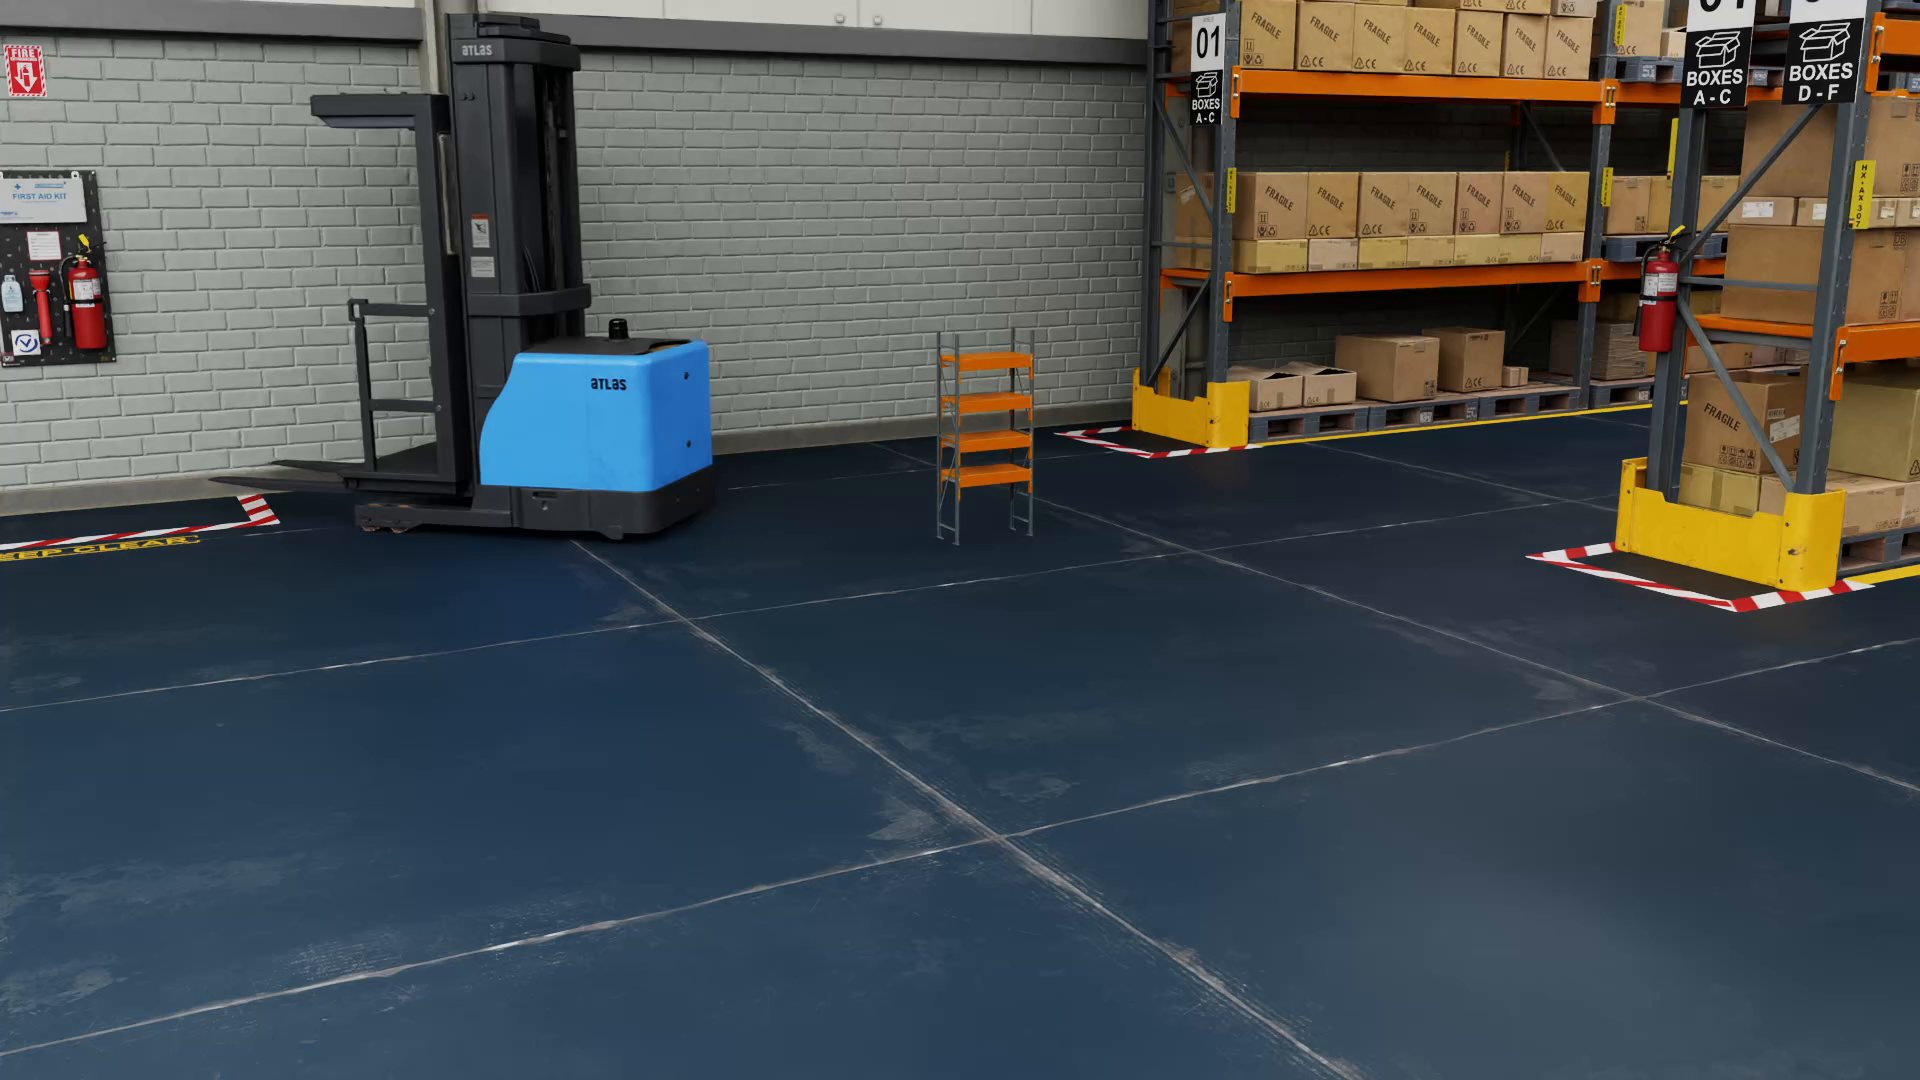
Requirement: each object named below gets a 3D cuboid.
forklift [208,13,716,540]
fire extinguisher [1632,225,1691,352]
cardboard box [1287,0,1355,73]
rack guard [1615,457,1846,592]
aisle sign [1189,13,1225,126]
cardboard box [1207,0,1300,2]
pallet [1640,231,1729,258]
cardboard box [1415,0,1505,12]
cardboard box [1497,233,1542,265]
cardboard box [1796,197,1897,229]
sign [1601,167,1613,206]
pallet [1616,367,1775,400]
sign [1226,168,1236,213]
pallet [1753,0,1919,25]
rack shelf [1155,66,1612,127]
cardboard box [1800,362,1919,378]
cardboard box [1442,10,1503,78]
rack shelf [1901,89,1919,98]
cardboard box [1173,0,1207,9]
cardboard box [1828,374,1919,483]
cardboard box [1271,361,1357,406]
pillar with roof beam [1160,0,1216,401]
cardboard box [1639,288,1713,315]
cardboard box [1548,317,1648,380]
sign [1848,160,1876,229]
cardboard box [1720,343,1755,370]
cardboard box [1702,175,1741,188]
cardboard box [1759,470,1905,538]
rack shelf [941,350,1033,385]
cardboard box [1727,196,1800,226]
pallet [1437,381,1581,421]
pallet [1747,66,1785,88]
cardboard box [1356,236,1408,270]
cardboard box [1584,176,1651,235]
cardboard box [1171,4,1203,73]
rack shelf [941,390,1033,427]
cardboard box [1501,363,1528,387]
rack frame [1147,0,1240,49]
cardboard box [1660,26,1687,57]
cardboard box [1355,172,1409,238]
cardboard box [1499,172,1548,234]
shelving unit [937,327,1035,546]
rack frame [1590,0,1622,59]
[{"bbox_3d":[-3.090,-1.579,9.950,3.031,2.935,1.130,3,13,13],"label":"forklift"},{"bbox_3d":[3.803,-1.367,9.026,0.183,0.674,0.296,-7,14,-28],"label":"fire extinguisher"},{"bbox_3d":[2.655,-3.840,12.735,0.500,0.500,0.500,-6,14,-24],"label":"cardboard box"},{"bbox_3d":[4.109,-0.105,8.938,0.348,0.500,1.175,-7,14,-28],"label":"rack guard"},{"bbox_3d":[1.833,-3.484,12.339,0.004,0.787,0.394,-7,14,-28],"label":"aisle sign"},{"bbox_3d":[2.207,-4.285,12.435,0.500,0.500,0.500,-8,15,-32],"label":"cardboard box"},{"bbox_3d":[7.057,-2.813,15.715,1.213,0.211,1.003,-7,14,-28],"label":"pallet"},{"bbox_3d":[4.025,-4.490,13.348,0.500,0.500,0.500,-7,15,-30],"label":"cardboard box"},{"bbox_3d":[4.552,-2.480,14.092,0.500,0.250,0.500,-7,14,-28],"label":"cardboard box"},{"bbox_3d":[4.577,-1.692,8.592,0.250,0.149,0.380,-7,14,-28],"label":"cardboard box"},{"bbox_3d":[5.531,-3.021,14.229,0.005,0.325,0.100,-7,14,-28],"label":"sign"},{"bbox_3d":[7.019,-1.553,16.030,1.213,0.211,1.003,-7,14,-28],"label":"pallet"},{"bbox_3d":[2.013,-2.599,12.355,0.005,0.325,0.100,-7,14,-28],"label":"sign"},{"bbox_3d":[4.763,-2.817,8.663,1.213,0.211,1.003,-7,14,-28],"label":"pallet"},{"bbox_3d":[3.508,-3.604,13.600,4.000,0.370,1.077,-7,14,-28],"label":"rack shelf"},{"bbox_3d":[5.329,-0.778,9.834,0.500,0.500,0.500,-7,14,-28],"label":"cardboard box"},{"bbox_3d":[4.021,-4.007,13.478,0.500,0.500,0.500,-7,15,-30],"label":"cardboard box"},{"bbox_3d":[10.530,-4.446,17.339,4.000,0.370,1.077,-7,14,-28],"label":"rack shelf"},{"bbox_3d":[2.006,-4.387,12.888,0.500,0.500,0.500,-6,14,-25],"label":"cardboard box"},{"bbox_3d":[5.145,-0.623,9.144,0.500,0.500,0.500,-7,14,-28],"label":"cardboard box"},{"bbox_3d":[2.904,-1.300,13.675,0.500,0.311,0.500,-6,14,-23],"label":"cardboard box"},{"bbox_3d":[4.016,-4.619,9.638,0.400,9.000,9.100,-7,14,-28],"label":"pillar with roof beam"},{"bbox_3d":[6.742,-2.246,15.742,0.500,0.250,0.500,-7,15,-29],"label":"cardboard box"},{"bbox_3d":[5.902,-1.778,15.369,0.500,0.500,0.700,-6,14,-26],"label":"cardboard box"},{"bbox_3d":[4.390,-1.681,8.093,0.005,0.325,0.100,-7,14,-28],"label":"sign"},{"bbox_3d":[7.237,-1.943,16.102,0.500,0.500,0.700,-7,14,-28],"label":"cardboard box"},{"bbox_3d":[7.284,-3.200,15.766,0.500,0.500,0.700,-7,14,-28],"label":"cardboard box"},{"bbox_3d":[4.707,-0.204,8.991,0.500,0.250,0.500,-7,14,-28],"label":"cardboard box"},{"bbox_3d":[0.145,-0.986,9.469,0.480,0.148,0.258,-7,14,-28],"label":"rack shelf"},{"bbox_3d":[4.374,-1.769,8.934,0.250,0.149,0.380,-7,15,-29],"label":"cardboard box"},{"bbox_3d":[4.691,-1.264,14.747,1.213,0.211,1.003,-7,14,-28],"label":"pallet"},{"bbox_3d":[6.766,-4.228,15.161,1.003,0.211,1.213,-7,14,-28],"label":"pallet"},{"bbox_3d":[3.232,-2.318,13.373,0.500,0.250,0.500,-7,15,-29],"label":"cardboard box"},{"bbox_3d":[5.727,-3.013,14.934,0.500,0.500,0.700,-7,14,-28],"label":"cardboard box"},{"bbox_3d":[1.998,-3.896,12.984,0.500,0.500,0.500,-6,14,-24],"label":"cardboard box"},{"bbox_3d":[0.145,-0.755,9.520,0.480,0.148,0.258,-7,14,-28],"label":"rack shelf"},{"bbox_3d":[4.809,-1.473,14.772,0.250,0.166,0.380,-9,16,-35],"label":"cardboard box"},{"bbox_3d":[1.753,-5.208,12.256,0.127,3.000,1.000,-7,14,-28],"label":"rack frame"},{"bbox_3d":[6.323,-4.434,14.894,0.500,0.311,0.500,-6,14,-26],"label":"cardboard box"},{"bbox_3d":[3.211,-2.679,13.271,0.500,0.500,0.500,-7,15,-30],"label":"cardboard box"},{"bbox_3d":[4.562,-2.842,13.993,0.500,0.500,0.500,-7,14,-28],"label":"cardboard box"},{"bbox_3d":[0.145,-0.603,9.555,0.503,1.200,0.258,-7,14,-28],"label":"shelving unit"},{"bbox_3d":[5.264,-5.629,14.126,0.127,3.000,1.000,-7,14,-28],"label":"rack frame"}]
